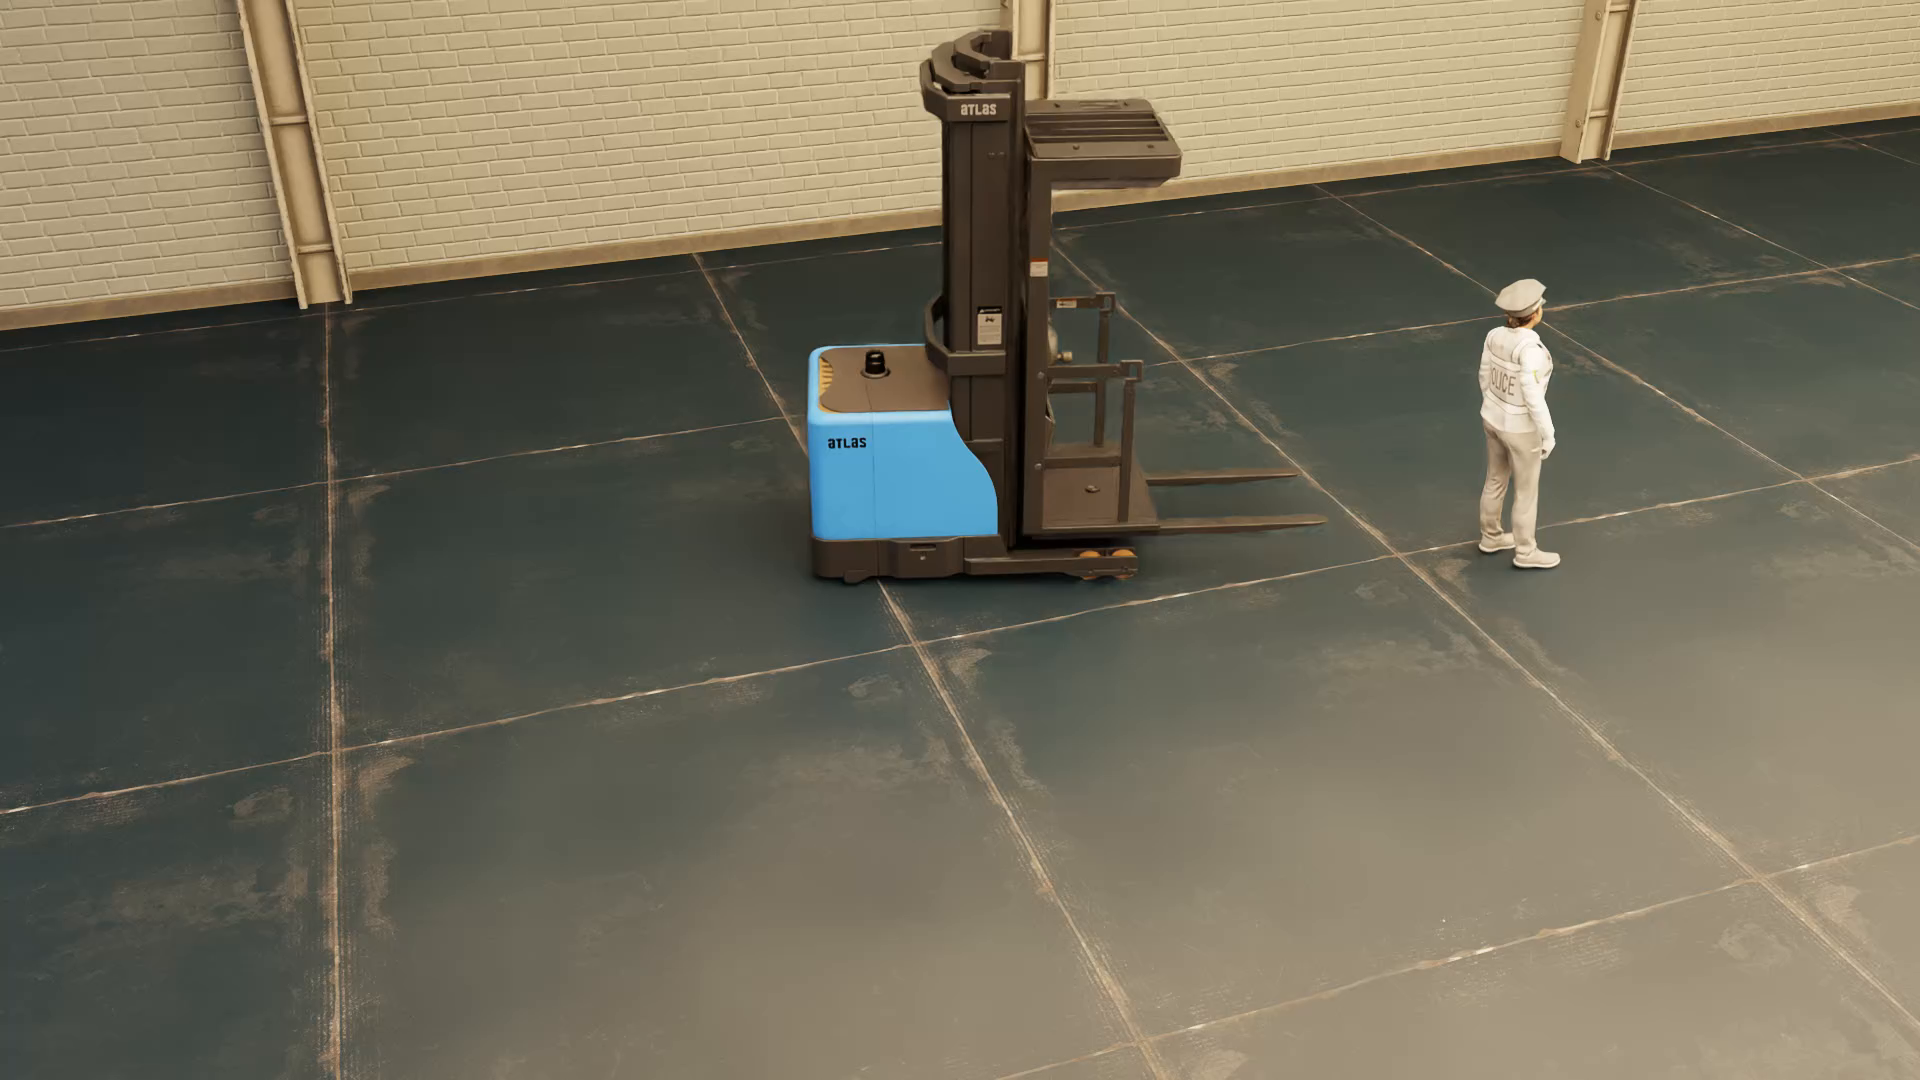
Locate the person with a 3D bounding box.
[{"bbox_3d":[3.208,-0.671,9.488,0.514,1.702,0.575,-10,31,-17],"label":"person"}]

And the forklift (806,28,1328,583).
[{"bbox_3d":[0.630,-1.301,9.349,3.031,2.935,1.130,-2,30,-3],"label":"forklift"}]
